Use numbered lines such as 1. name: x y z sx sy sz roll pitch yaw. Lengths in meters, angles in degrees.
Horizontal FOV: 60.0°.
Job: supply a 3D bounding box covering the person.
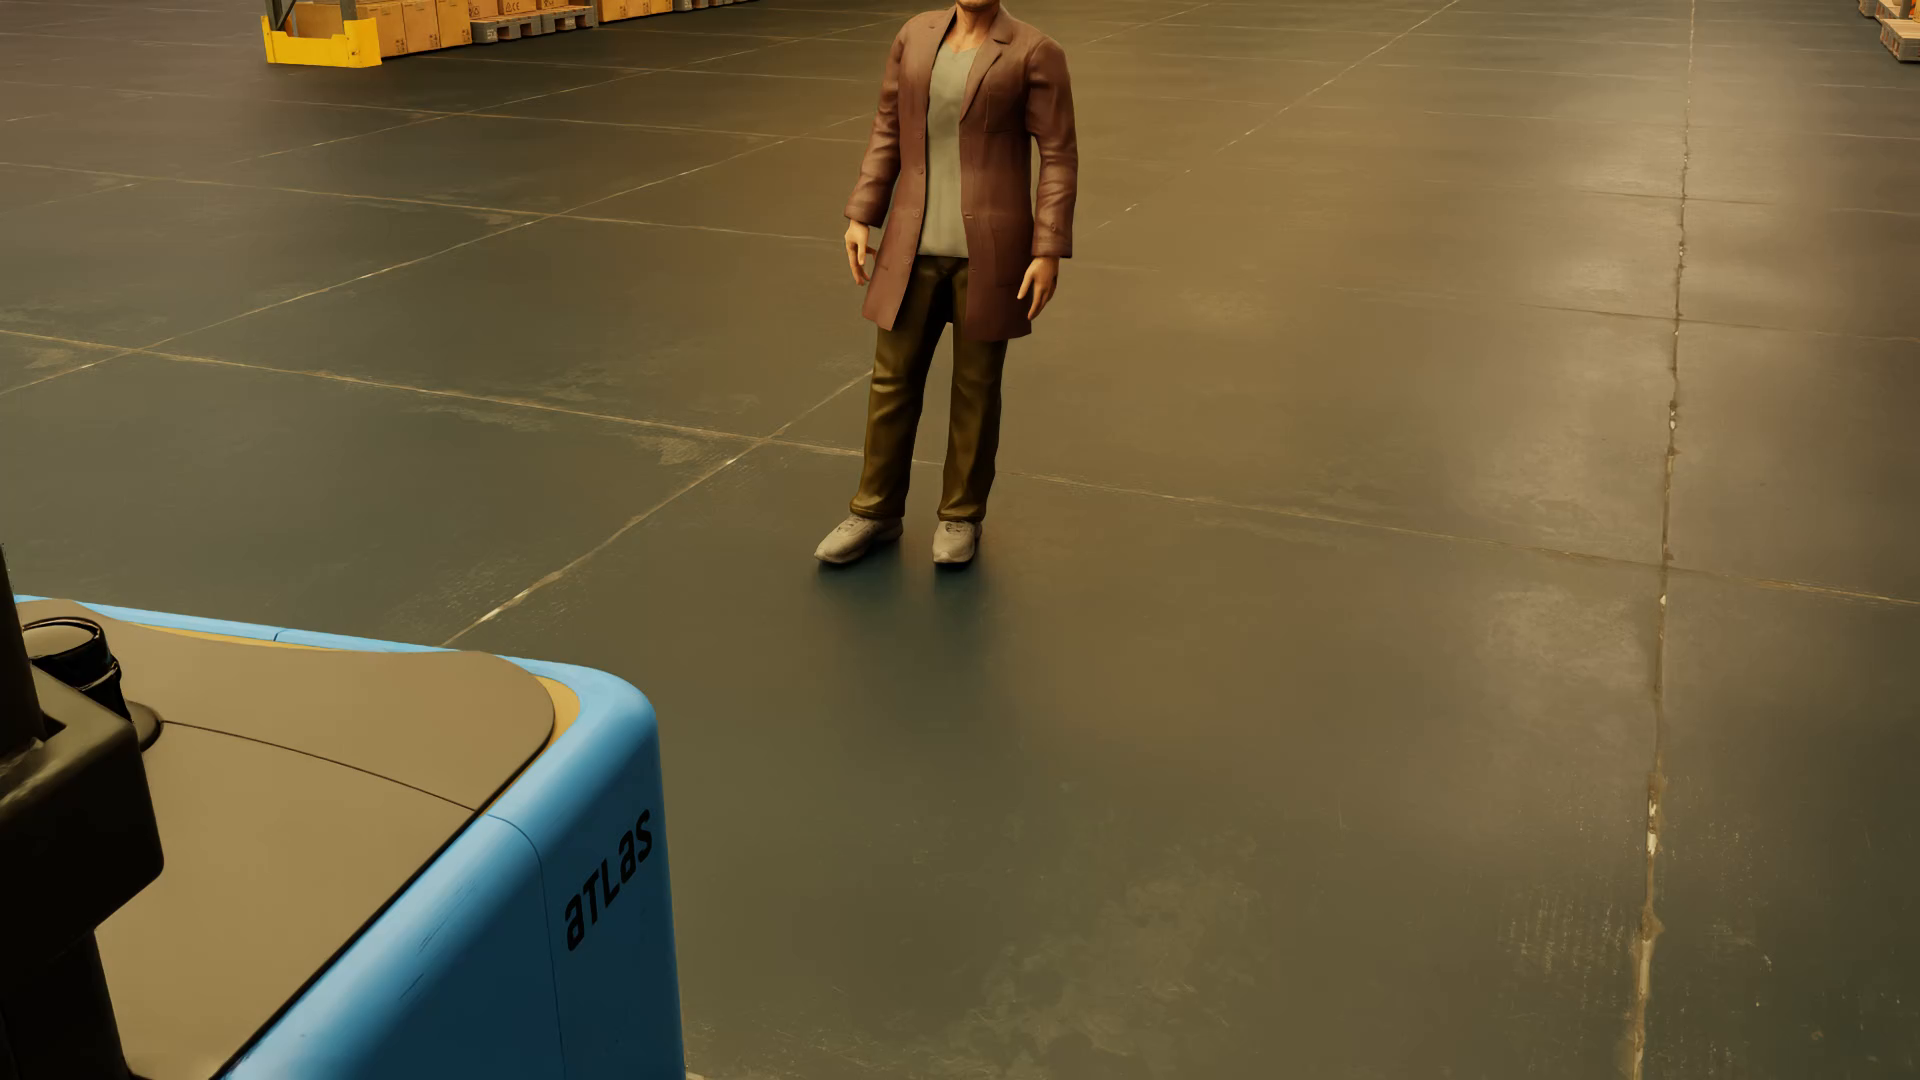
1. person: -0.039 -0.795 4.672 0.696 1.776 0.582 9 24 21
